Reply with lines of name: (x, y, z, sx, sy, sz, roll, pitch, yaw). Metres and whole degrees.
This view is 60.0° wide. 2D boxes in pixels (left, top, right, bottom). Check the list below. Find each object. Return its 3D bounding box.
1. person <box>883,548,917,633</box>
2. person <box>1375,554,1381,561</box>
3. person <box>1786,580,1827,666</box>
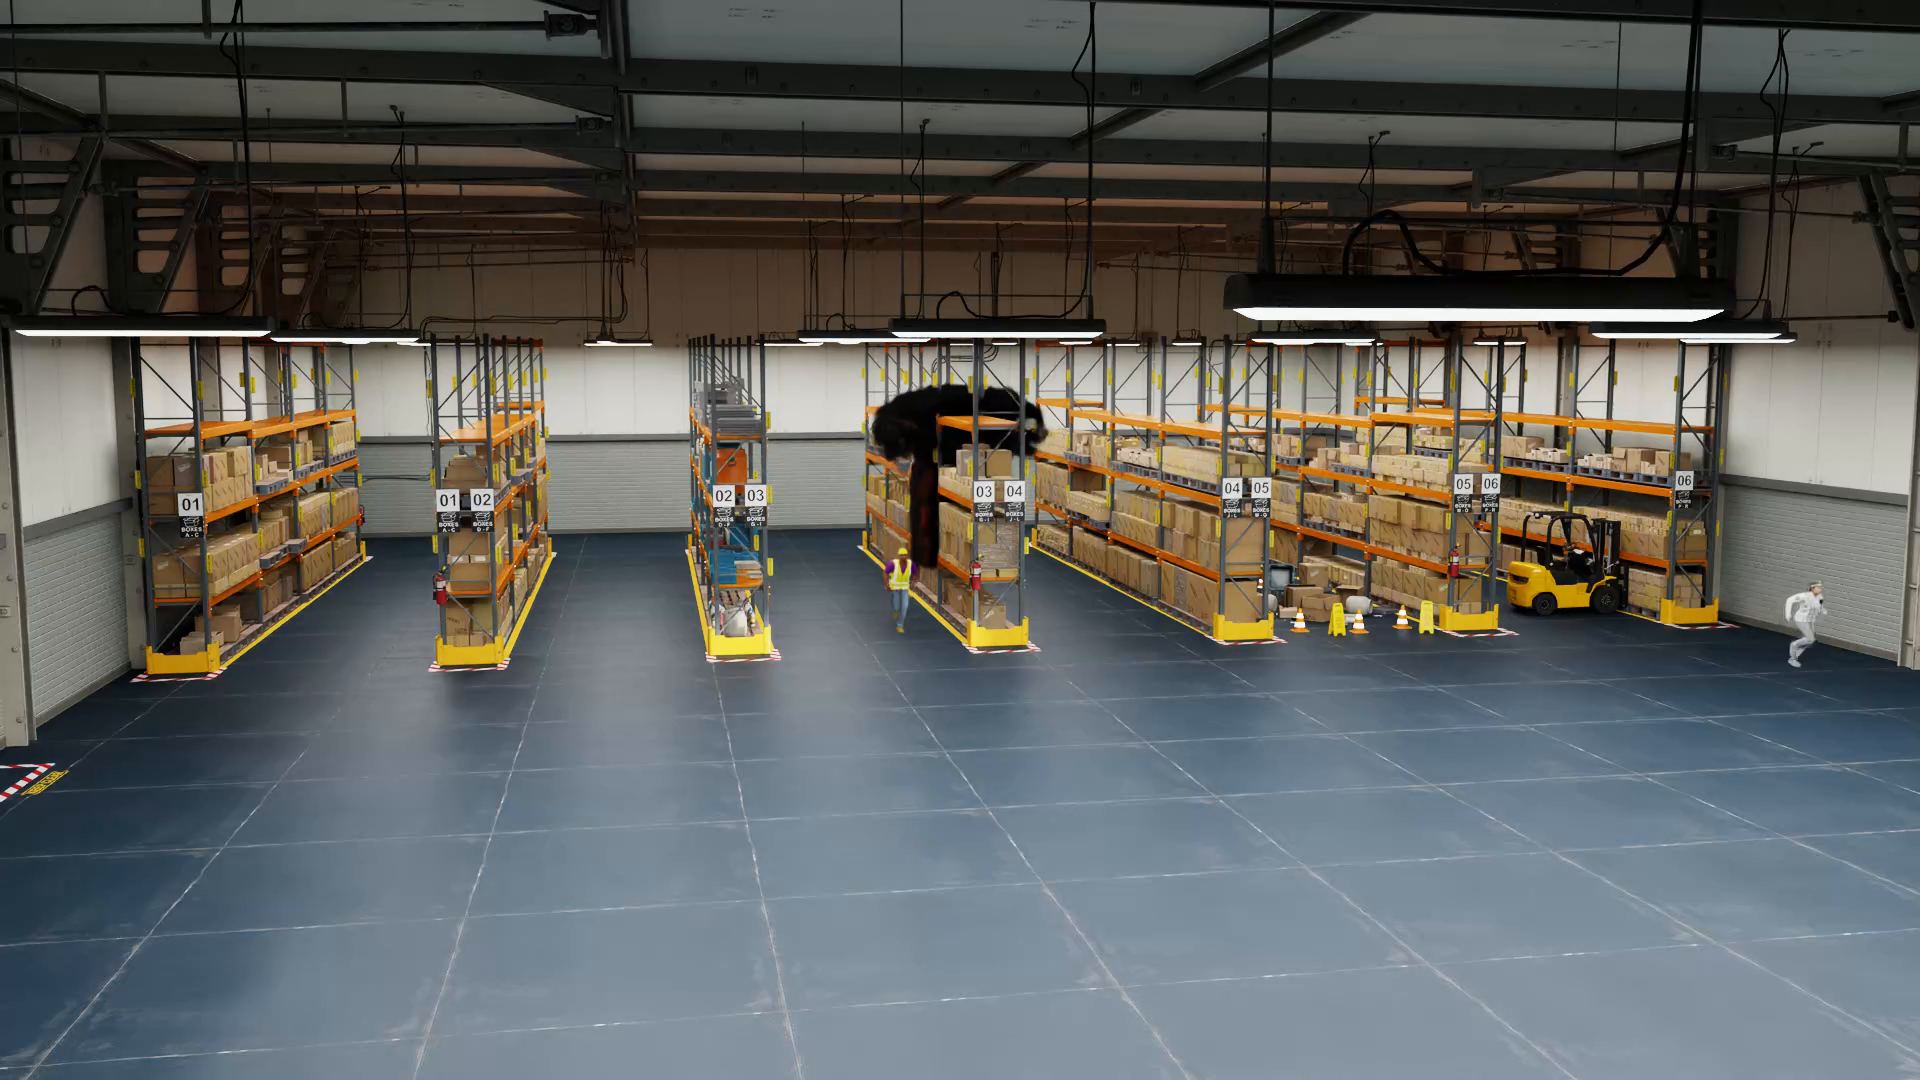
person: (-1.221, 1.006, 33.966, 0.716, 1.740, 0.845, -1, 7, -10)
person: (10.594, 0.147, 41.270, 0.670, 1.767, 0.968, -2, 7, -15)
person: (15.284, 1.500, 29.968, 0.601, 1.611, 0.684, -3, 7, -24)
